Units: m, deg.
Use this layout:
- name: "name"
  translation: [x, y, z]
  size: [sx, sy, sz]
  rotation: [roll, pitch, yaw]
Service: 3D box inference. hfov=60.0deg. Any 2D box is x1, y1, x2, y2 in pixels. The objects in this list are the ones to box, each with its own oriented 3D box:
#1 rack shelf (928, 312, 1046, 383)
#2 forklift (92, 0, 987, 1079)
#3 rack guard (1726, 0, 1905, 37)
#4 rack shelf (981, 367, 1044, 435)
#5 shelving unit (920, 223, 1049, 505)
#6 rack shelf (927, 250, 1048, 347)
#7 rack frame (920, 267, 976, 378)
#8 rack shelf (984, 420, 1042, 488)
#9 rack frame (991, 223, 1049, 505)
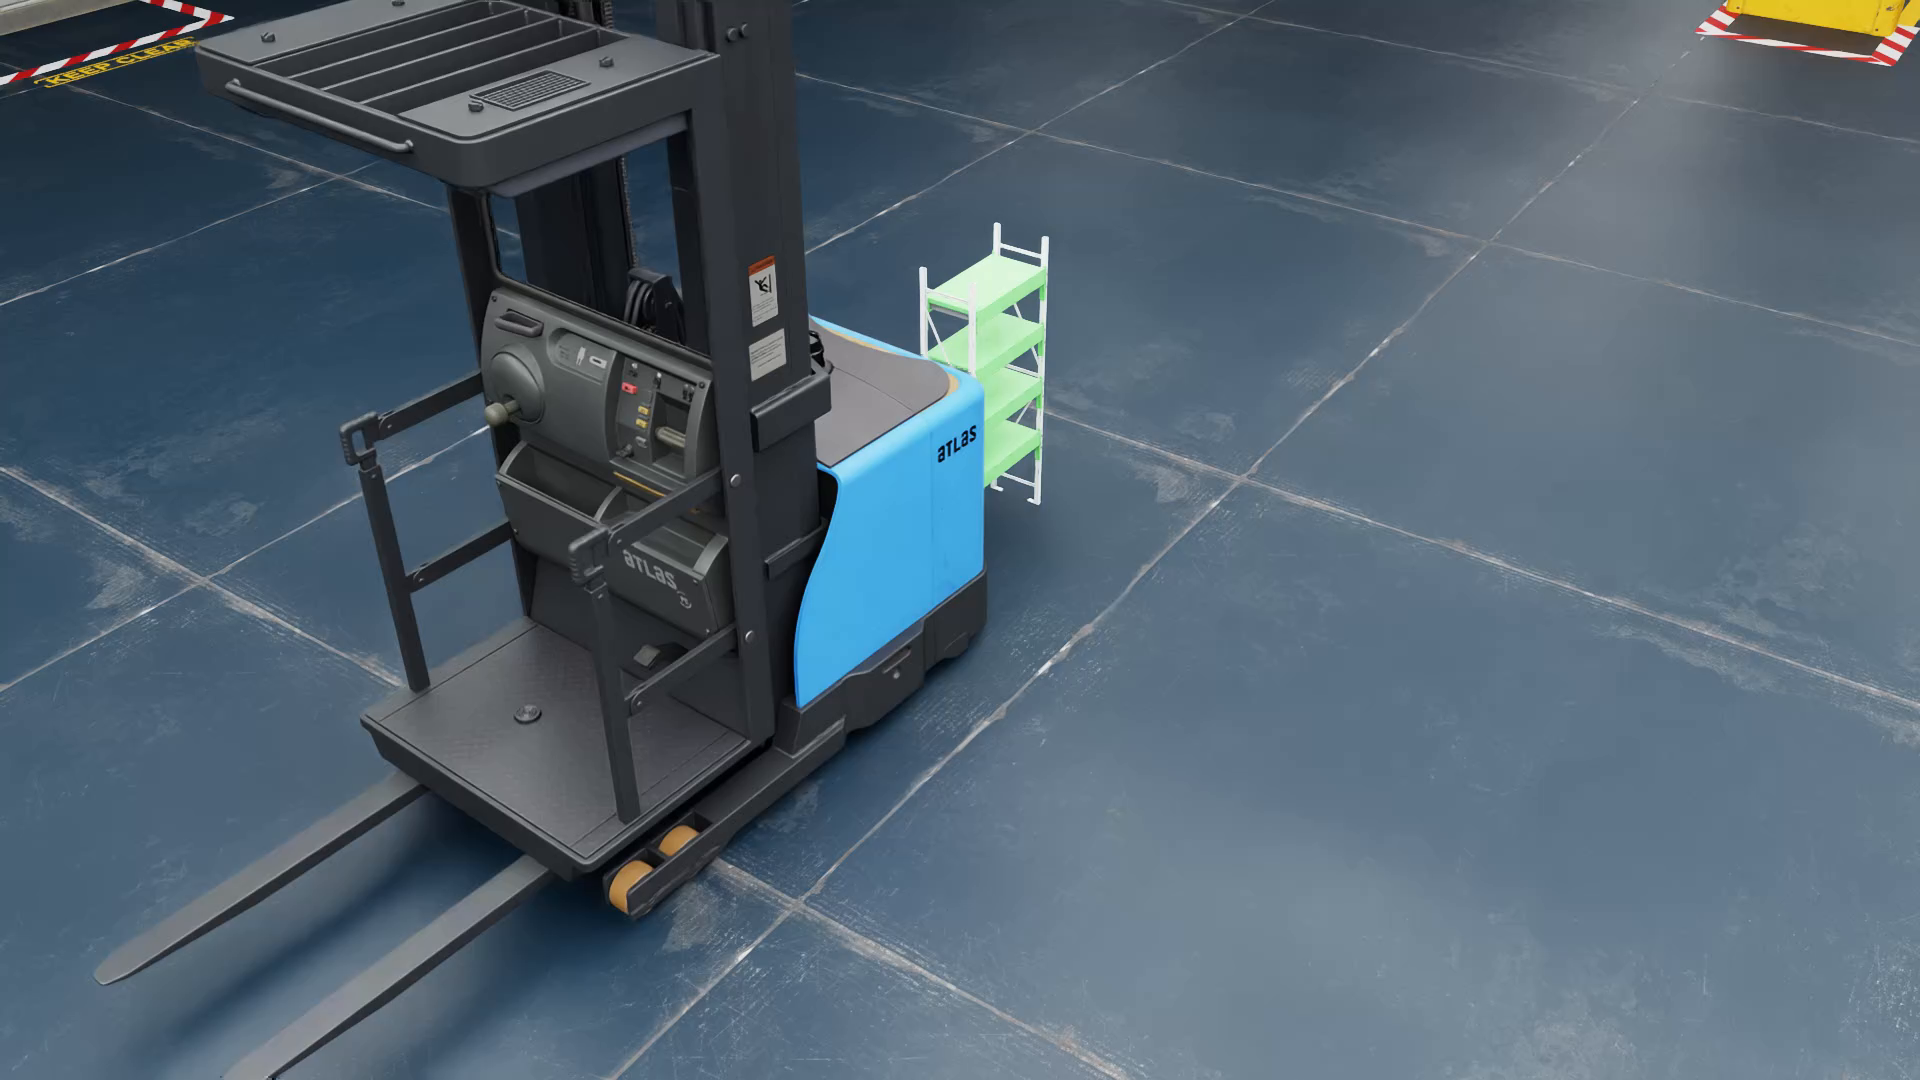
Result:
- name: "rack shelf"
  translation: [0.094, -0.719, 6.428]
  size: [0.258, 0.148, 0.480]
  rotation: [21, 39, 28]
- name: "forklift"
  translation: [-1.200, -0.385, 4.703]
  size: [1.130, 2.935, 3.031]
  rotation: [24, 41, 31]
- name: "rack guard"
  translation: [6.433, -4.156, 12.449]
  size: [1.175, 0.500, 0.348]
  rotation: [21, 39, 28]
- name: "rack shelf"
  translation: [0.094, -0.520, 6.562]
  size: [0.258, 0.148, 0.480]
  rotation: [21, 39, 28]
- name: "shelving unit"
  translation: [0.094, -0.573, 6.527]
  size: [0.258, 1.200, 0.503]
  rotation: [21, 39, 28]
- name: "rack shelf"
  translation: [0.094, -0.918, 6.293]
  size: [0.258, 0.148, 0.480]
  rotation: [21, 39, 28]
- name: "rack frame"
  translation: [-0.045, -0.461, 6.360]
  size: [0.240, 1.200, 0.015]
  rotation: [21, 39, 28]
- name: "rack shelf"
  translation: [0.094, -0.321, 6.697]
  size: [0.258, 0.148, 0.480]
  rotation: [21, 39, 28]
- name: "rack frame"
  translation: [0.234, -0.685, 6.693]
  size: [0.240, 1.200, 0.015]
  rotation: [21, 39, 28]
